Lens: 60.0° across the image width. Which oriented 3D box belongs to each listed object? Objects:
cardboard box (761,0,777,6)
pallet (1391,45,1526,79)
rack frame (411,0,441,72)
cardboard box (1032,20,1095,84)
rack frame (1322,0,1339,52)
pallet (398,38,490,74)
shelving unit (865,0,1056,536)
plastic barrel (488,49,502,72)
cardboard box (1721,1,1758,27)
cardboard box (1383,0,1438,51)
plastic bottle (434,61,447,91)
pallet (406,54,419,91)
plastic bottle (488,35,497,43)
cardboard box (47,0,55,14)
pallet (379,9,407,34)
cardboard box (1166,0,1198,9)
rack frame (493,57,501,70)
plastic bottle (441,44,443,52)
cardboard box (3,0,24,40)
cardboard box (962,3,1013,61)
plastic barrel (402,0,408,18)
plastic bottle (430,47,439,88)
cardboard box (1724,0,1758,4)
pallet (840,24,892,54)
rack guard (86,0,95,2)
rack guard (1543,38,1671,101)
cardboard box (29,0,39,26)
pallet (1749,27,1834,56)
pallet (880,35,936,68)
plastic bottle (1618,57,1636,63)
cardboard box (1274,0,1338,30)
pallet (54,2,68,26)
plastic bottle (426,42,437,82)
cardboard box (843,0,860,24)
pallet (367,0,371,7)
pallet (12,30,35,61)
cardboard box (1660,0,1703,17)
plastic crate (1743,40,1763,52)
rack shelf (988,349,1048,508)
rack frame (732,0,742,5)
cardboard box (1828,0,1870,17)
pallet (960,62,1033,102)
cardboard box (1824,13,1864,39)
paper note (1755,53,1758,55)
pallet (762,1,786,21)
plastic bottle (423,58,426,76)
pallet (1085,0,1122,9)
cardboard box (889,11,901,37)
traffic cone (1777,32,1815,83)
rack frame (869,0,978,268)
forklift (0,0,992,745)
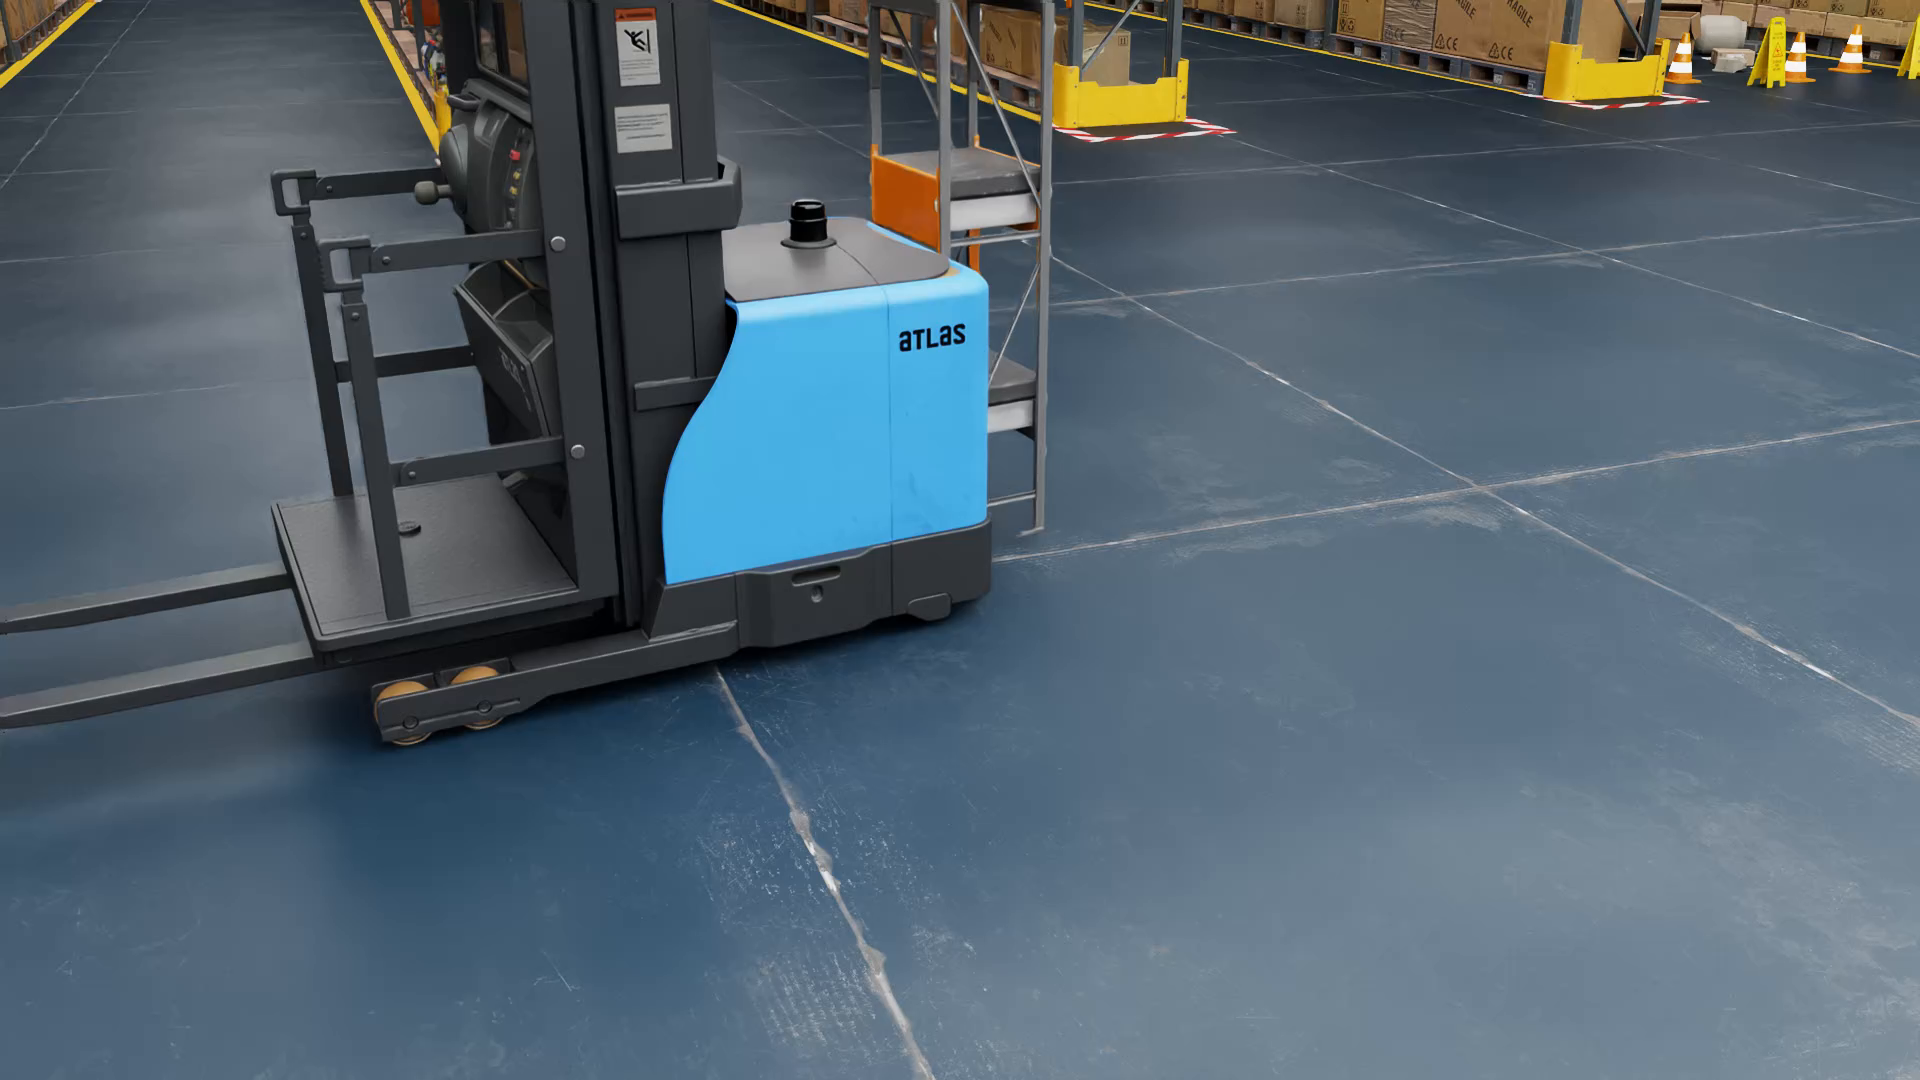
[{"bbox_3d":[-1.975,-7.643,22.216,1.225,0.875,0.875,-8,24,-19],"label":"cardboard box"},{"bbox_3d":[5.276,-5.024,17.398,1.003,0.211,1.213,-8,24,-19],"label":"pallet"},{"bbox_3d":[-4.664,-5.717,15.451,1.000,3.000,0.127,-8,24,-19],"label":"rack frame"},{"bbox_3d":[0.935,-4.426,15.067,0.500,0.500,0.500,-2,23,-5],"label":"cardboard box"},{"bbox_3d":[4.646,-7.040,18.591,1.000,3.000,0.127,-8,24,-19],"label":"rack frame"},{"bbox_3d":[-5.412,-5.156,17.711,1.003,0.211,1.213,-8,24,-19],"label":"pallet"},{"bbox_3d":[-0.003,-1.046,5.528,0.431,2.100,0.503,-12,26,-26],"label":"shelving unit"},{"bbox_3d":[-3.554,-3.539,12.947,0.421,0.512,0.421,0,23,0],"label":"plastic barrel"},{"bbox_3d":[9.396,-6.239,19.689,0.500,0.250,0.500,-7,24,-16],"label":"cardboard box"},{"bbox_3d":[5.125,-5.689,17.581,0.875,0.875,0.875,-8,24,-19],"label":"cardboard box"},{"bbox_3d":[-4.373,-3.913,14.113,0.152,0.276,0.135,-8,24,-19],"label":"plastic bottle"},{"bbox_3d":[-4.977,-4.712,16.657,1.003,0.211,1.213,-8,24,-19],"label":"pallet"},{"bbox_3d":[-4.301,-4.484,15.372,0.144,0.351,0.185,-8,24,-19],"label":"plastic bottle"},{"bbox_3d":[-11.683,-6.856,20.806,0.500,0.500,0.500,-8,24,-19],"label":"cardboard box"},{"bbox_3d":[-6.821,-6.608,21.157,1.003,0.211,1.213,-8,24,-19],"label":"pallet"},{"bbox_3d":[3.364,-7.417,21.840,1.050,0.750,0.750,-9,24,-20],"label":"cardboard box"},{"bbox_3d":[-3.250,-4.263,12.003,1.000,3.000,0.127,-8,24,-19],"label":"rack frame"},{"bbox_3d":[-4.722,-4.393,15.241,0.061,0.283,0.133,-8,24,-19],"label":"plastic bottle"},{"bbox_3d":[-10.605,-5.747,18.176,0.500,0.500,0.500,-7,24,-17],"label":"cardboard box"},{"bbox_3d":[0.283,-5.080,16.618,0.500,0.500,0.500,-1,23,-2],"label":"cardboard box"},{"bbox_3d":[-6.548,-6.585,20.175,0.421,0.512,0.421,0,23,0],"label":"plastic barrel"},{"bbox_3d":[-4.550,-4.125,14.520,0.144,0.351,0.185,-9,24,-19],"label":"plastic bottle"},{"bbox_3d":[9.397,-6.584,19.542,0.500,0.500,0.500,-7,24,-17],"label":"cardboard box"},{"bbox_3d":[-0.741,-5.838,19.329,1.003,0.211,1.213,-8,24,-19],"label":"pallet"},{"bbox_3d":[-13.511,-8.219,24.607,1.175,0.500,0.348,-8,24,-19],"label":"rack guard"},{"bbox_3d":[6.068,-4.426,15.607,1.175,0.500,0.348,-8,24,-19],"label":"rack guard"},{"bbox_3d":[-11.157,-6.309,19.507,0.500,0.500,0.500,-9,25,-21],"label":"cardboard box"},{"bbox_3d":[9.946,-5.788,19.210,1.003,0.211,1.213,-8,24,-19],"label":"pallet"},{"bbox_3d":[-0.306,-5.394,18.276,1.003,0.211,1.213,-8,24,-19],"label":"pallet"},{"bbox_3d":[7.153,-5.154,17.901,0.133,0.061,0.283,-18,29,-37],"label":"plastic bottle"},{"bbox_3d":[4.343,-6.410,19.452,1.050,0.750,0.750,-8,24,-19],"label":"cardboard box"},{"bbox_3d":[-12.367,-6.910,21.873,1.003,0.211,1.213,-8,24,-19],"label":"pallet"},{"bbox_3d":[-4.700,-4.280,14.887,0.144,0.351,0.185,-9,25,-21],"label":"plastic bottle"},{"bbox_3d":[-0.980,-6.460,19.867,0.700,0.500,0.500,-10,25,-23],"label":"cardboard box"},{"bbox_3d":[-8.220,-8.044,24.564,1.003,0.211,1.213,-8,24,-19],"label":"pallet"},{"bbox_3d":[-10.940,-5.483,18.488,1.003,0.211,1.213,-8,24,-19],"label":"pallet"},{"bbox_3d":[8.347,-6.029,19.408,0.500,0.500,0.500,8,24,18],"label":"cardboard box"},{"bbox_3d":[9.029,-5.728,19.236,0.402,0.080,0.583,-18,29,-37],"label":"plastic crate"},{"bbox_3d":[-0.003,-0.388,5.805,0.431,0.518,0.480,-12,26,-26],"label":"rack shelf"},{"bbox_3d":[-2.856,-9.303,23.960,1.000,3.000,0.127,-8,24,-19],"label":"rack frame"},{"bbox_3d":[9.940,-6.019,18.203,0.500,0.500,0.500,-7,24,-17],"label":"cardboard box"},{"bbox_3d":[0.675,-4.428,15.984,1.003,0.211,1.213,-8,24,-19],"label":"pallet"},{"bbox_3d":[9.941,-5.675,18.352,0.500,0.250,0.500,-8,24,-19],"label":"cardboard box"},{"bbox_3d":[8.918,-5.473,18.696,0.142,0.019,0.148,-18,29,-37],"label":"paper note"},{"bbox_3d":[-2.078,-7.304,22.808,1.003,0.211,1.213,-8,24,-19],"label":"pallet"},{"bbox_3d":[-4.889,-4.380,15.316,0.097,0.201,0.097,0,23,0],"label":"plastic bottle"},{"bbox_3d":[2.531,-7.935,24.305,1.003,0.211,1.213,-8,24,-19],"label":"pallet"},{"bbox_3d":[-0.378,-5.849,18.417,0.700,0.500,0.500,-8,24,-19],"label":"cardboard box"},{"bbox_3d":[8.377,-4.837,16.630,0.336,0.463,0.334,-8,24,-19],"label":"traffic cone"},{"bbox_3d":[-0.119,-1.129,5.725,0.400,2.100,0.015,-12,26,-26],"label":"rack frame"},{"bbox_3d":[-1.454,-1.036,4.434,3.031,2.935,1.130,-11,25,-25],"label":"forklift"}]
